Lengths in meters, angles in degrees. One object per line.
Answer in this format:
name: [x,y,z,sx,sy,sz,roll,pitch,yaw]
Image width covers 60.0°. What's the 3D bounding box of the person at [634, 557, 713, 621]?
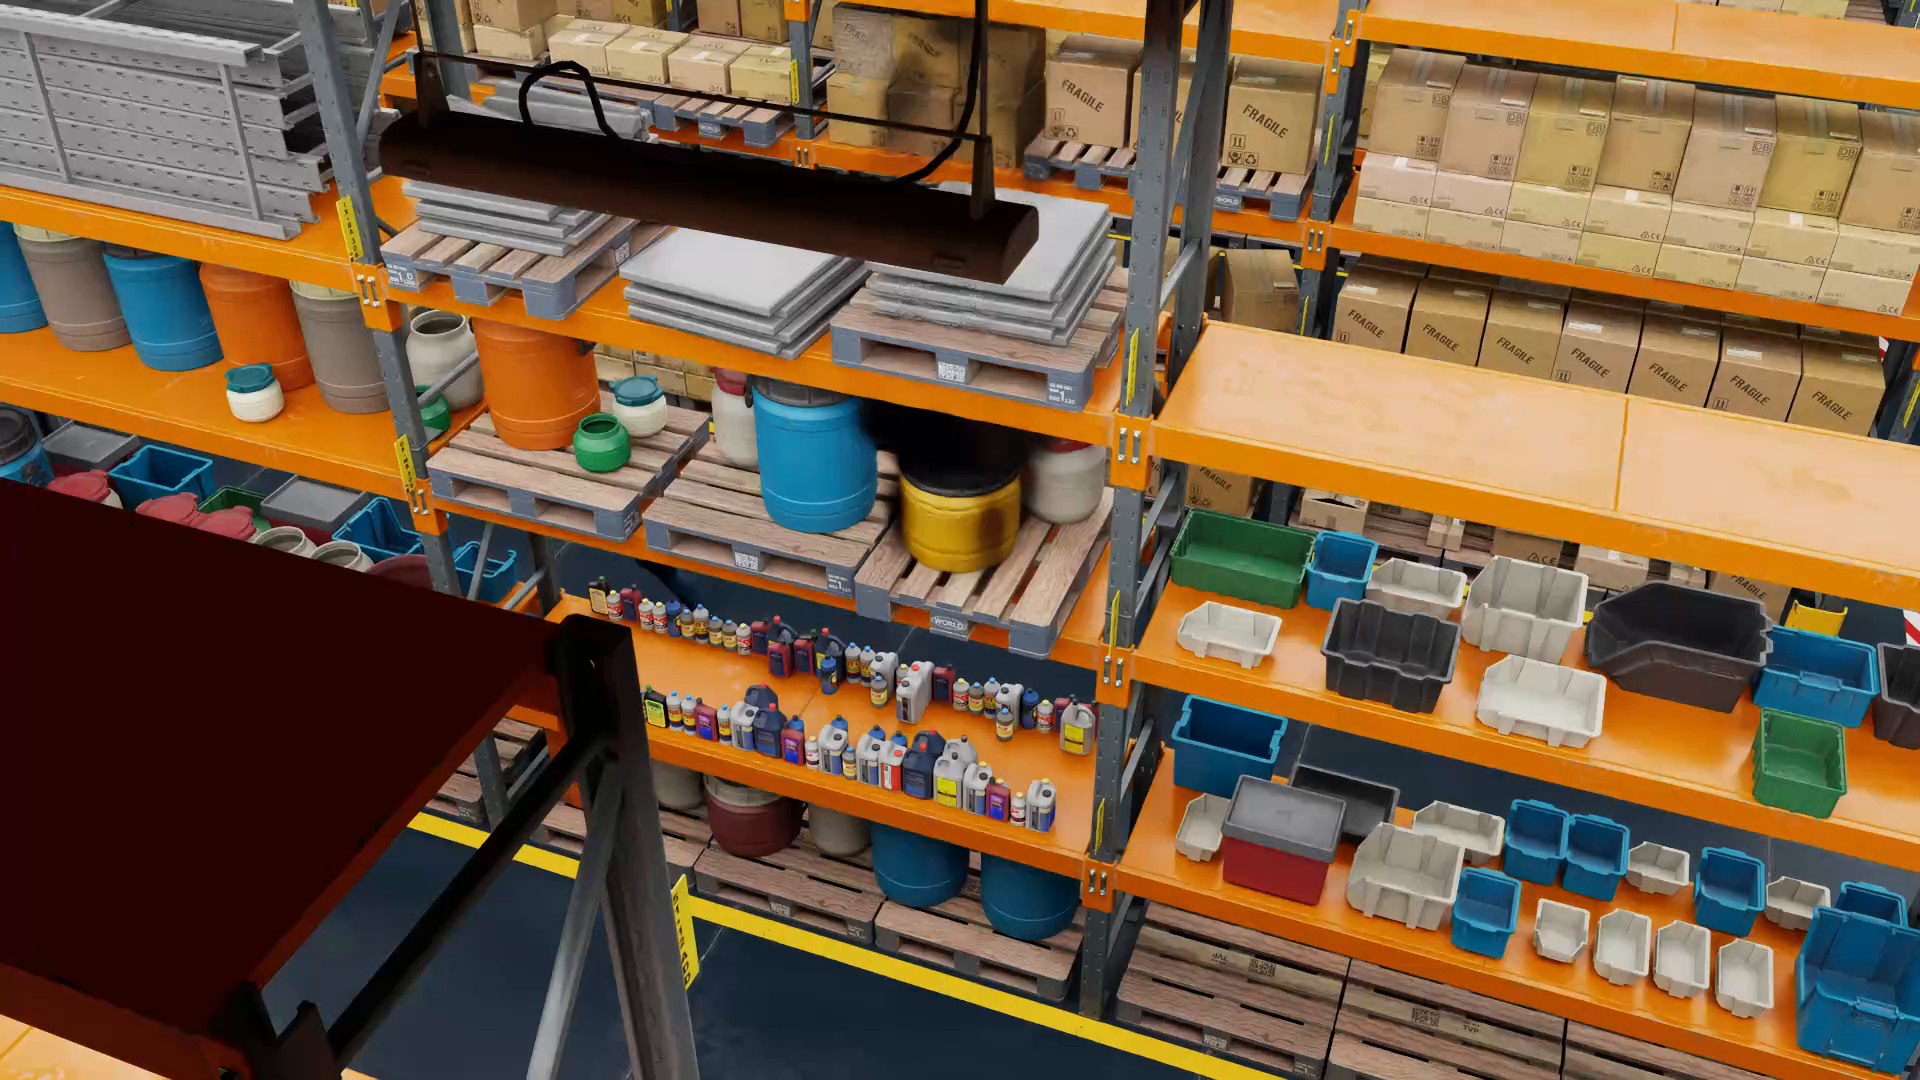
person: [-2.196,-0.033,12.100,0.676,1.553,0.509,6,37,8]
